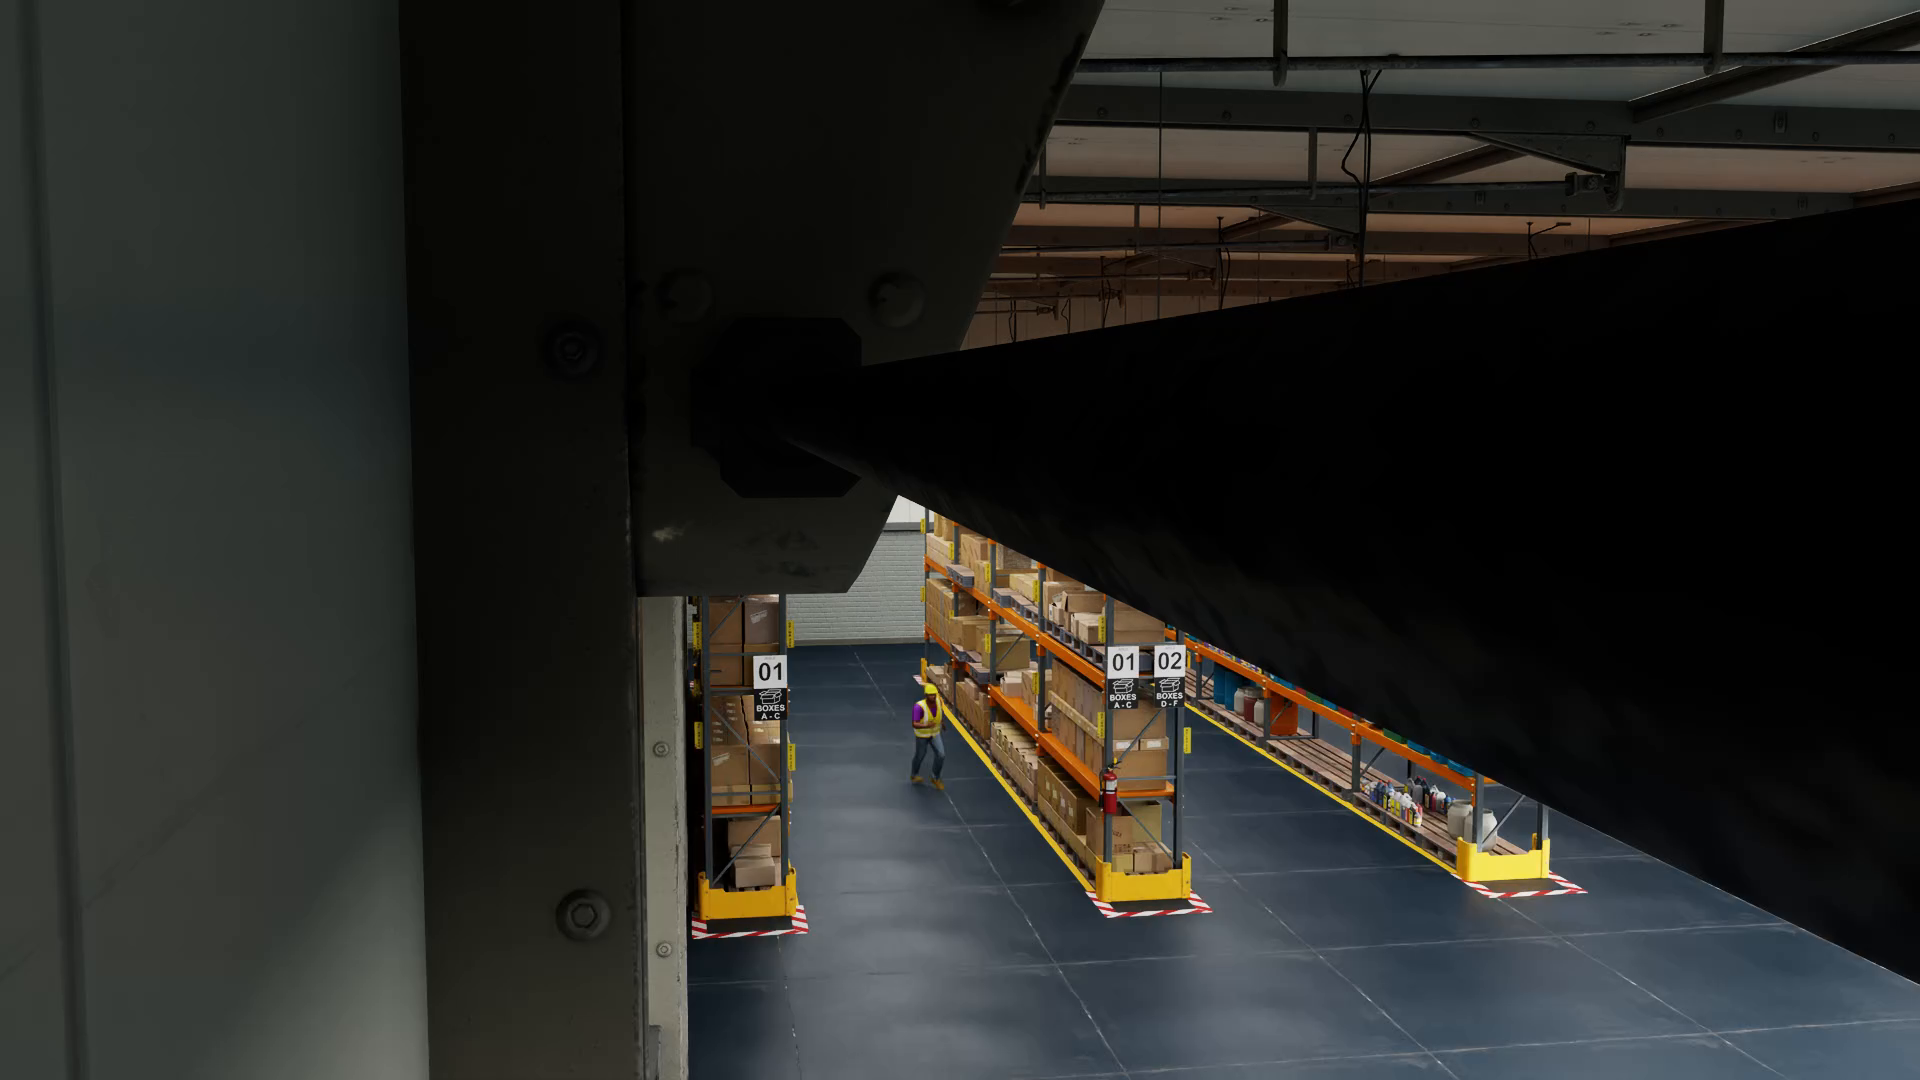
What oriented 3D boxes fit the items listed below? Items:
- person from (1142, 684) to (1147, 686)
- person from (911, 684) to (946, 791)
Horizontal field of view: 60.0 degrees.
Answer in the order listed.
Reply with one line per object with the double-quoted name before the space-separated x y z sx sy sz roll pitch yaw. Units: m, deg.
"person" 3.778 2.551 34.159 0.695 1.549 0.851 -1 5 -7
"person" -0.498 3.110 26.611 0.717 1.662 0.990 -2 6 -26
